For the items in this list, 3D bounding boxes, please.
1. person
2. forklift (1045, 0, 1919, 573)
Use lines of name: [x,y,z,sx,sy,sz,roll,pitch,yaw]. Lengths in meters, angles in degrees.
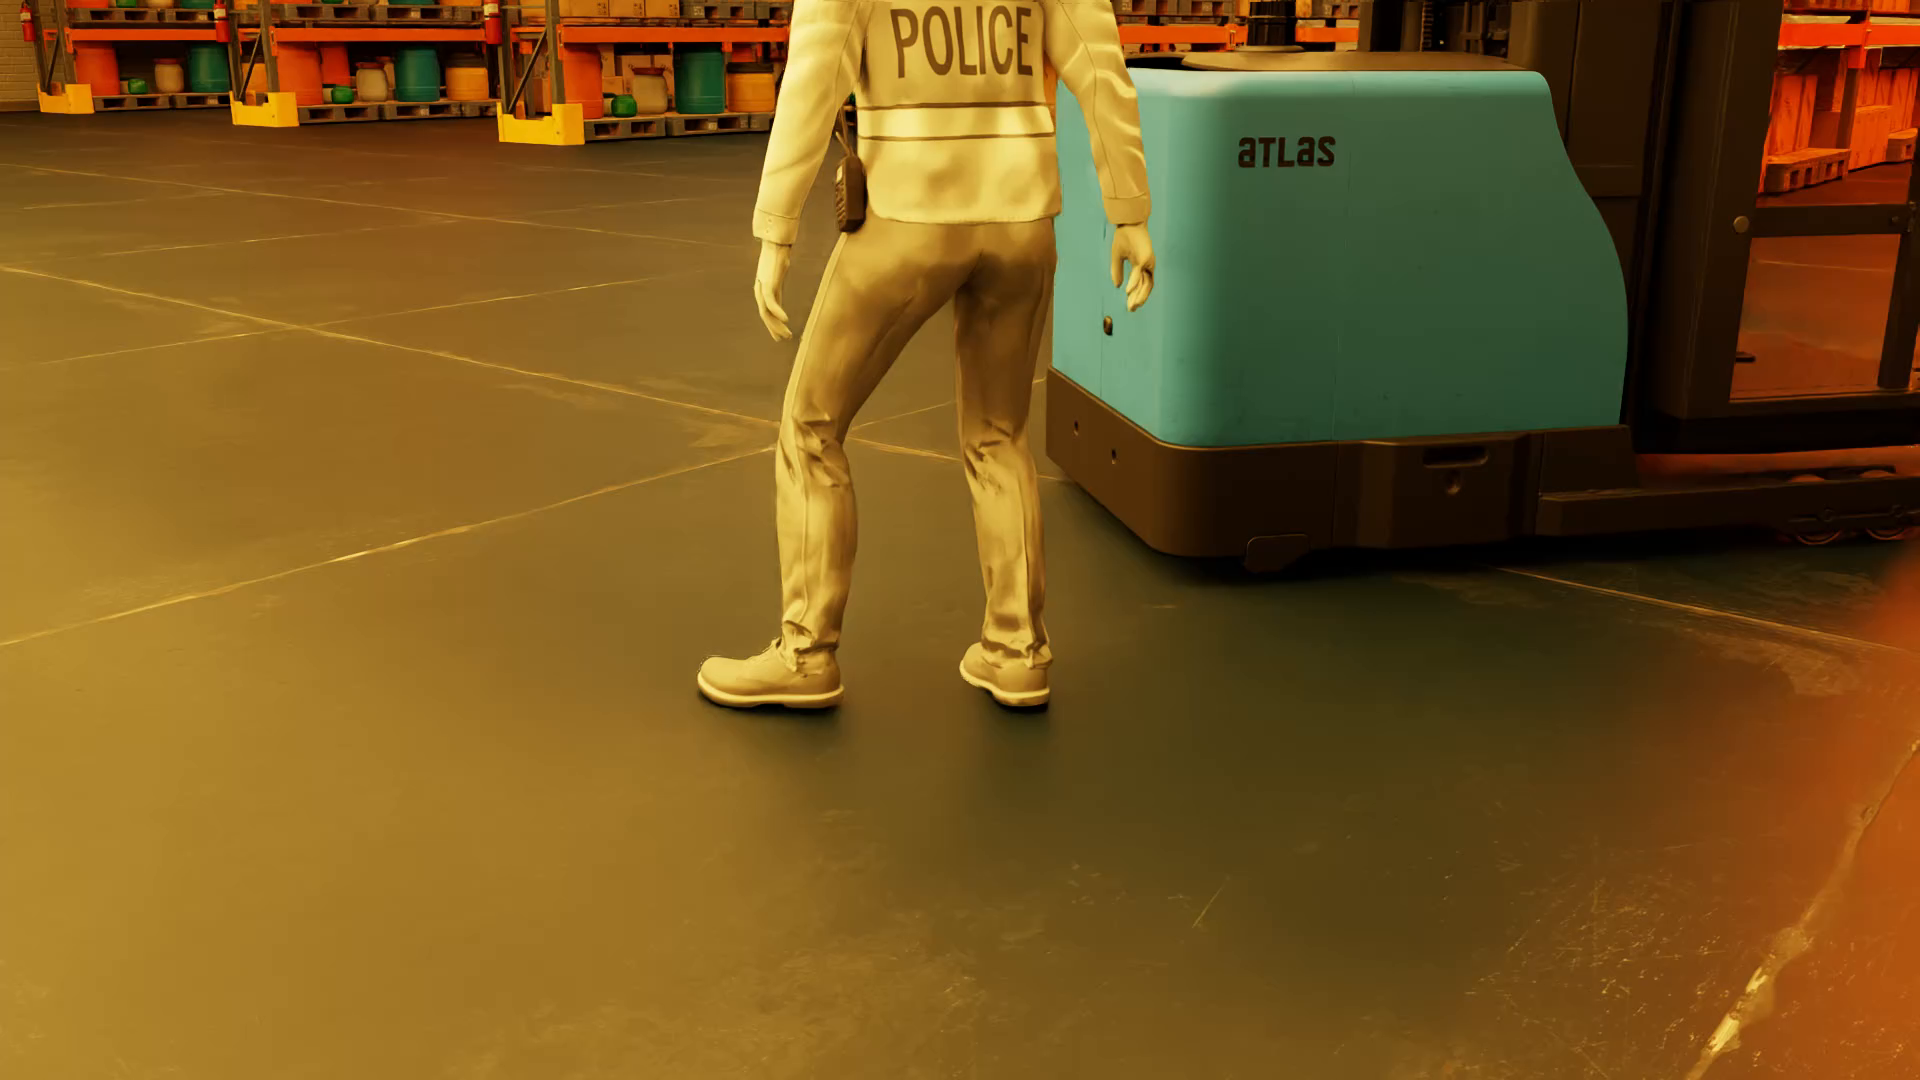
person: [-0.062,-0.505,2.819,0.793,1.637,0.389,-7,18,-22]
forklift: [1.801,-1.535,3.951,3.031,2.935,1.130,-4,17,-12]
